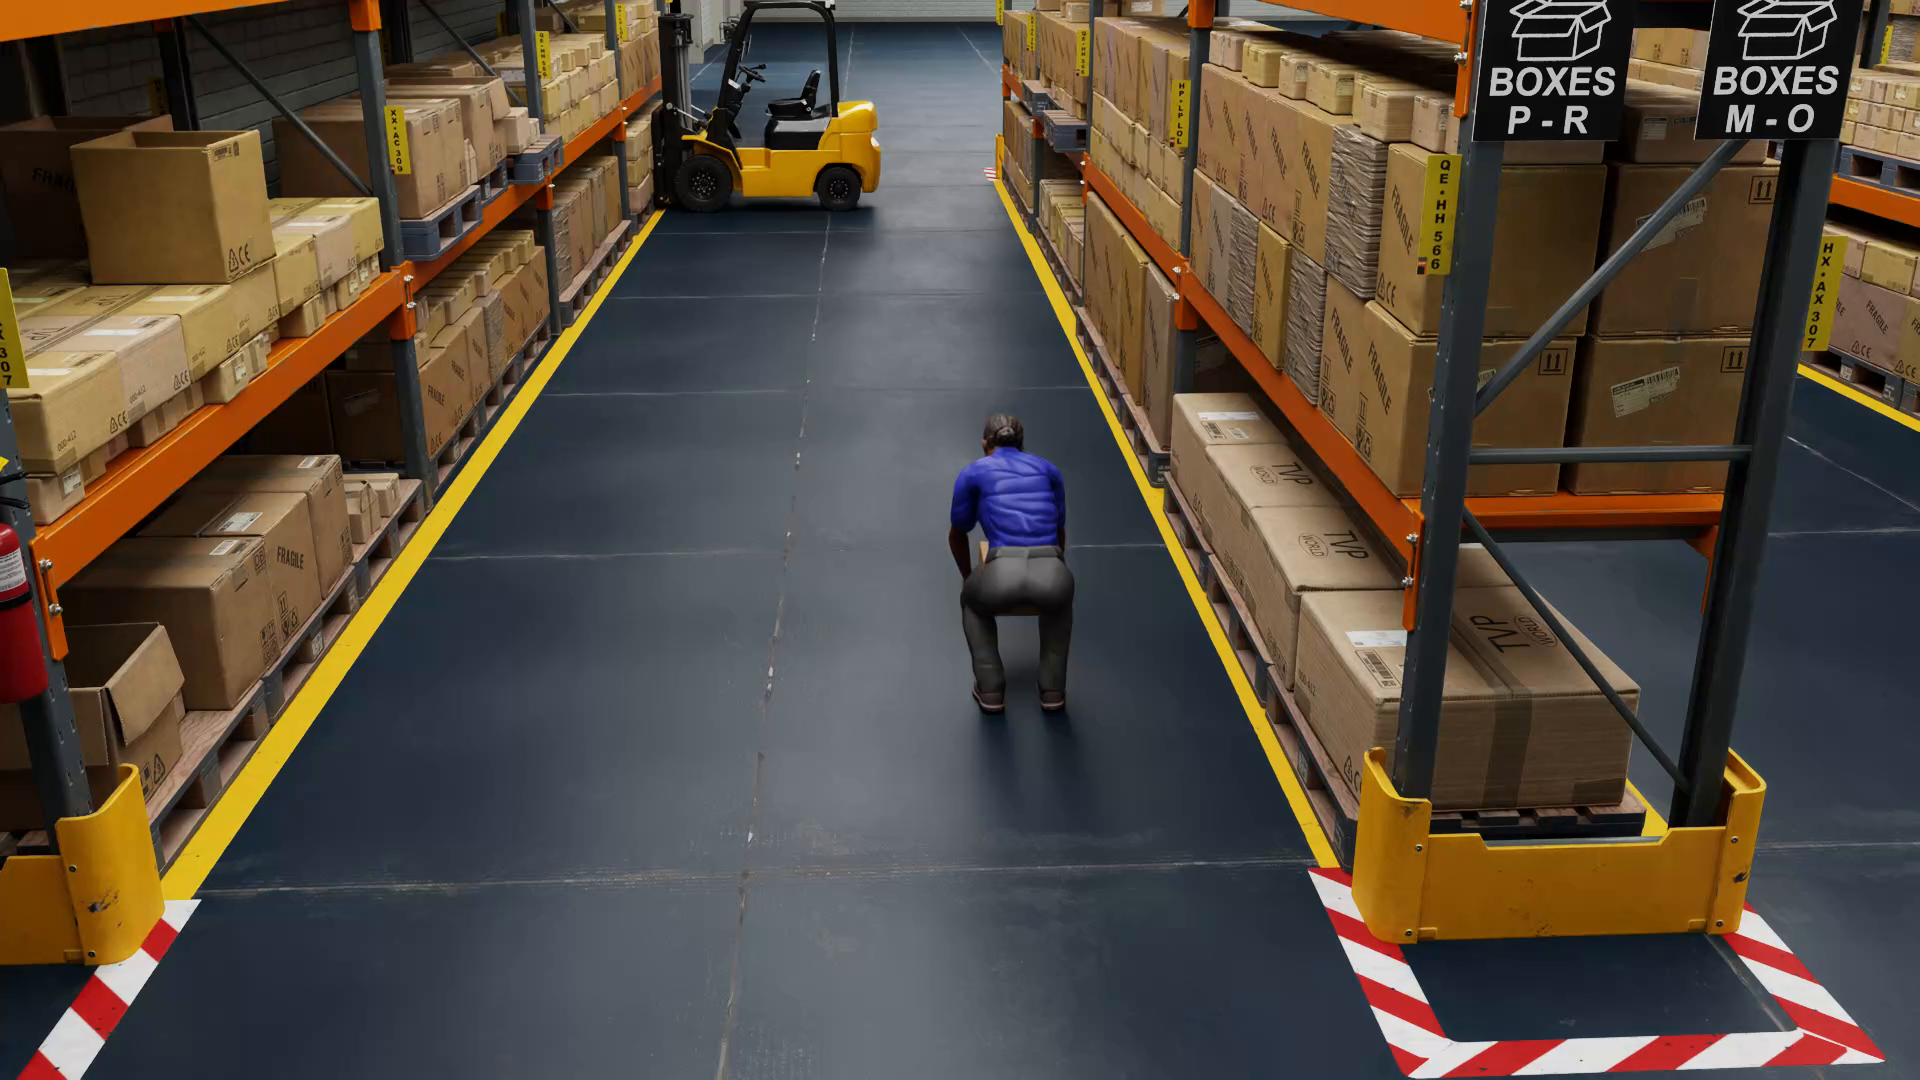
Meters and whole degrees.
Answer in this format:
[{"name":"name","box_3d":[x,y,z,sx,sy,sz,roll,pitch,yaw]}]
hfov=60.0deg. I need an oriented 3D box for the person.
[{"name":"person","box_3d":[0.208,0.105,6.621,0.499,1.092,0.747,-1,21,-2]}]
